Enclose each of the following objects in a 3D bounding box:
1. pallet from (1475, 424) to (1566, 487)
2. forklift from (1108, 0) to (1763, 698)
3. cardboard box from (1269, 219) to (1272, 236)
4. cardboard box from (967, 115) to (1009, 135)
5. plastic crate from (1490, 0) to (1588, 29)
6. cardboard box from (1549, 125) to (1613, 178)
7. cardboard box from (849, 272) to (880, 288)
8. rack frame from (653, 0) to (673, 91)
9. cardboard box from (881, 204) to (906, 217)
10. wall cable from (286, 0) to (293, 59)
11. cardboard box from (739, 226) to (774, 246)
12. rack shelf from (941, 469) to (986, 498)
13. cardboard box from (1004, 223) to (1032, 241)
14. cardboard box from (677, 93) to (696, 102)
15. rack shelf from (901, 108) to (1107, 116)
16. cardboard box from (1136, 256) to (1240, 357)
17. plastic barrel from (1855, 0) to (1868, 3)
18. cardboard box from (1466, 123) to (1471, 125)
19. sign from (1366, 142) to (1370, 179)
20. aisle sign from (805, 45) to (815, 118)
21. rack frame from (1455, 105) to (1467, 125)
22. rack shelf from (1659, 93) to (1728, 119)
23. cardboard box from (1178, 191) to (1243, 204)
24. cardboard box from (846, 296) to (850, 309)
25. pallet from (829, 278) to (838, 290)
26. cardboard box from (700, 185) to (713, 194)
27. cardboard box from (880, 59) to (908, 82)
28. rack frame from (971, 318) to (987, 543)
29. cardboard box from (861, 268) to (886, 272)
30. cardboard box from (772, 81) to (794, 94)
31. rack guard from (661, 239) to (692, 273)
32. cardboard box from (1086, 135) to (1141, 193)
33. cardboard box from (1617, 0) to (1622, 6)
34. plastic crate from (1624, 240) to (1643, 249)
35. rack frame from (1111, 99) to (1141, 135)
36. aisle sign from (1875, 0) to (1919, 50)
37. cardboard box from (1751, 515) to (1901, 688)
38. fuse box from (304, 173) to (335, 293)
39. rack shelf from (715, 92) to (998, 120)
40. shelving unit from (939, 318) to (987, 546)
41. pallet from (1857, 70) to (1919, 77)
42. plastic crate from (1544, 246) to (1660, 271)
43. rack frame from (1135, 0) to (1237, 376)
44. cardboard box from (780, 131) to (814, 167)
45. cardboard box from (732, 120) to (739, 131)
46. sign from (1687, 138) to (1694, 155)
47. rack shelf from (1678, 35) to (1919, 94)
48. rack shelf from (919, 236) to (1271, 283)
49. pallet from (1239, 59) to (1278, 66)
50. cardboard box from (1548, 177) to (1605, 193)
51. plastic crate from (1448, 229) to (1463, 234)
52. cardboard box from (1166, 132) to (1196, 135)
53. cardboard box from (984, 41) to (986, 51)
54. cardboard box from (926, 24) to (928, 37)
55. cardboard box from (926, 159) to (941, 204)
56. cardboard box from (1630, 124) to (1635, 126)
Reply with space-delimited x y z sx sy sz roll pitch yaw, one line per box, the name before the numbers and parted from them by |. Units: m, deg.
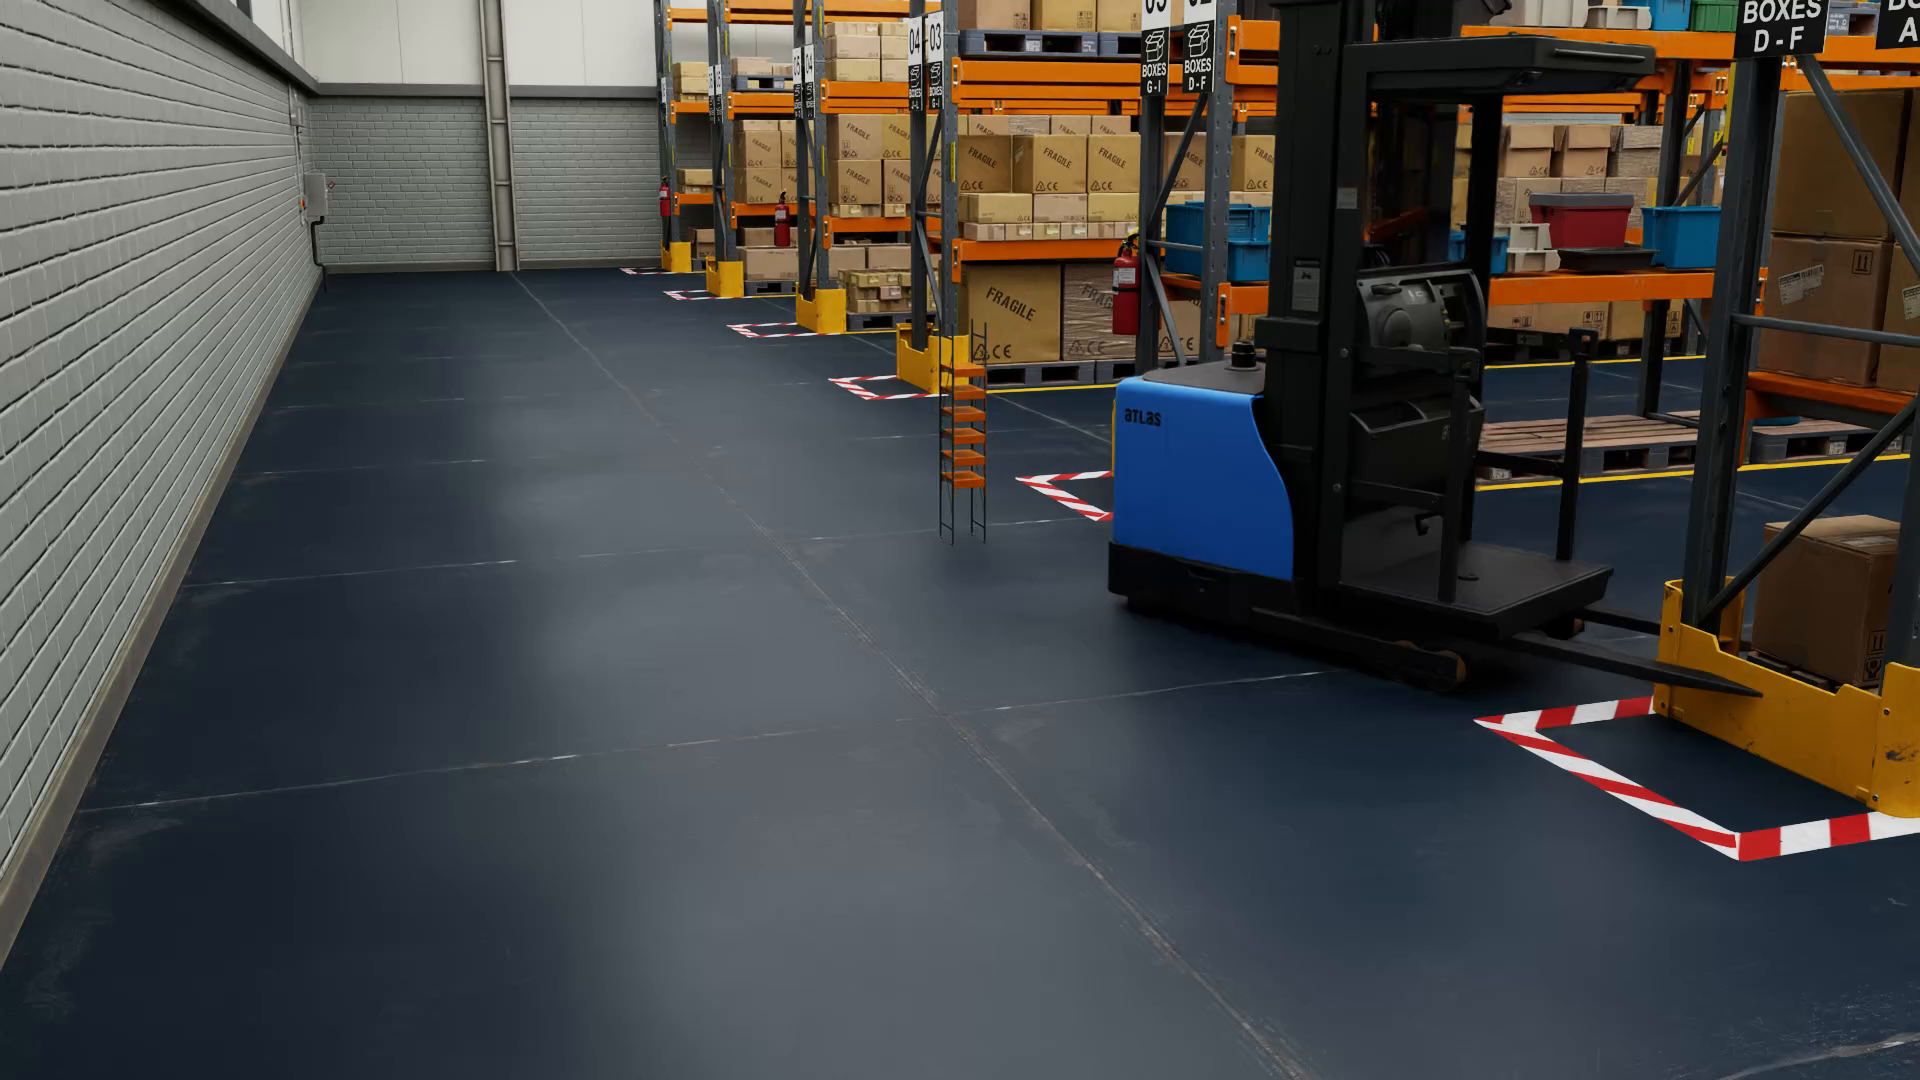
pallet | 3.295 -0.563 11.055 1.213 0.211 1.003 -4 14 -18
forklift | 2.088 -0.955 6.826 1.130 2.935 3.031 -13 18 -43
cardboard box | 2.887 -2.905 15.418 0.250 0.149 0.380 -5 14 -19
cardboard box | 0.249 -4.725 19.506 0.500 0.500 0.500 -5 14 -20
plastic crate | 3.546 -3.276 10.207 0.530 0.282 0.437 -4 14 -18
cardboard box | 6.033 -3.894 16.647 0.637 0.503 0.797 -4 14 -17
cardboard box | -1.114 -3.031 19.371 0.250 0.149 0.380 -5 14 -21
rack frame | -4.980 -9.045 27.723 0.127 3.000 1.000 -4 14 -18
cardboard box | -0.807 -3.826 19.287 0.250 0.149 0.380 -5 14 -20
wall cable | -8.932 -7.640 21.817 0.029 3.000 2.355 -4 14 -18
cardboard box | -3.547 -5.194 28.990 0.500 0.500 0.700 -4 14 -16
rack shelf | 0.014 -0.308 9.074 0.180 0.103 0.258 -4 14 -18
cardboard box | 0.452 -2.716 14.620 0.250 0.149 0.380 -5 14 -19
cardboard box | -4.604 -7.436 27.984 0.250 0.149 0.380 -4 14 -17
rack shelf | 0.707 -7.679 30.015 4.000 0.370 1.077 -4 14 -18
cardboard box | 2.054 -2.233 15.732 0.875 0.875 0.875 -4 14 -18
plastic barrel | 5.938 -3.941 11.431 0.600 0.588 0.600 0 13 0
cardboard box | 8.466 -6.589 27.340 0.500 0.500 0.700 -5 14 -19
sign | 3.737 -3.498 15.325 0.005 0.325 0.100 -4 14 -18
aisle sign | -1.692 -5.153 18.709 0.004 0.787 0.394 -4 14 -18
rack frame | 7.980 -5.924 27.565 0.127 3.000 1.000 -4 14 -18
rack shelf | 11.550 -6.103 23.389 4.000 0.370 1.077 -4 14 -18
cardboard box | 2.250 -3.065 15.228 0.500 0.250 0.500 -4 14 -17
cardboard box | -1.286 -2.862 19.946 0.250 0.149 0.380 -4 14 -17
pallet | -1.506 -3.847 24.859 1.213 0.211 1.003 -4 14 -18
cardboard box | -4.355 -5.997 28.417 0.250 0.149 0.380 -4 14 -17
cardboard box | -0.711 -5.361 19.042 0.500 0.250 0.500 -4 14 -16
rack frame | 0.100 -0.592 9.037 0.006 1.200 0.240 -4 14 -18
cardboard box | -1.041 -3.167 19.944 0.250 0.149 0.380 -4 14 -17
cardboard box | -3.025 -7.751 28.445 0.500 0.250 0.500 -5 14 -19
rack guard | -4.908 -4.916 28.730 0.348 0.500 1.175 -4 14 -18
cardboard box | 1.271 -3.354 14.822 0.500 0.500 0.500 -5 14 -20
cardboard box | 6.794 -5.108 16.523 0.637 0.503 0.797 -4 14 -15
plastic crate | 4.651 -1.971 11.389 0.243 0.136 0.396 -4 14 -18
rack frame | 2.072 -4.255 20.550 0.127 3.000 1.000 -4 14 -18
aisle sign | 2.952 -1.887 4.976 0.004 0.787 0.394 -4 14 -18
cardboard box | 3.360 0.216 6.203 0.500 0.500 0.500 -4 14 -18
fuse box | -9.262 -4.462 24.202 0.414 1.711 0.539 -4 14 -18
rack shelf | -1.498 -6.295 24.198 4.000 0.370 1.077 -4 14 -18
shelving unit | 0.014 -0.585 9.008 0.189 1.200 0.258 -4 14 -18
pallet | 9.540 -5.019 17.684 1.003 0.211 1.213 -4 14 -18
plastic crate | 4.163 -1.827 10.808 0.590 0.125 0.437 -4 14 -18
rack frame | 1.347 -1.778 10.137 0.127 3.000 1.000 -4 14 -18
cardboard box | -2.360 -5.586 23.767 0.500 0.500 0.500 -5 14 -20
cardboard box | -3.117 -5.959 23.935 0.250 0.149 0.380 -4 14 -17
sign | 9.837 -5.252 22.410 0.005 0.325 0.100 -4 14 -18
rack shelf | 7.034 -3.331 11.735 4.000 0.370 1.077 -4 14 -18
rack shelf | 1.663 -2.662 15.408 4.000 0.370 1.077 -4 14 -18
pallet | 2.780 -4.518 15.364 1.213 0.211 1.003 -4 14 -18
cardboard box | 5.995 -3.338 16.480 0.500 0.500 0.500 -5 14 -20
plastic crate | 3.212 -1.934 11.023 0.300 0.233 0.416 -4 14 -18
cardboard box | 3.299 -6.028 25.628 0.500 0.500 0.500 -4 14 -17
cardboard box | 0.236 -5.676 19.285 0.500 0.250 0.500 -5 14 -20
cardboard box | -0.370 -5.836 19.097 0.250 0.149 0.380 -4 14 -16
cardboard box | -0.238 -4.204 19.477 0.500 0.500 0.500 -4 14 -17
cardboard box | 11.357 -6.813 28.285 0.500 0.500 0.700 -5 14 -19
